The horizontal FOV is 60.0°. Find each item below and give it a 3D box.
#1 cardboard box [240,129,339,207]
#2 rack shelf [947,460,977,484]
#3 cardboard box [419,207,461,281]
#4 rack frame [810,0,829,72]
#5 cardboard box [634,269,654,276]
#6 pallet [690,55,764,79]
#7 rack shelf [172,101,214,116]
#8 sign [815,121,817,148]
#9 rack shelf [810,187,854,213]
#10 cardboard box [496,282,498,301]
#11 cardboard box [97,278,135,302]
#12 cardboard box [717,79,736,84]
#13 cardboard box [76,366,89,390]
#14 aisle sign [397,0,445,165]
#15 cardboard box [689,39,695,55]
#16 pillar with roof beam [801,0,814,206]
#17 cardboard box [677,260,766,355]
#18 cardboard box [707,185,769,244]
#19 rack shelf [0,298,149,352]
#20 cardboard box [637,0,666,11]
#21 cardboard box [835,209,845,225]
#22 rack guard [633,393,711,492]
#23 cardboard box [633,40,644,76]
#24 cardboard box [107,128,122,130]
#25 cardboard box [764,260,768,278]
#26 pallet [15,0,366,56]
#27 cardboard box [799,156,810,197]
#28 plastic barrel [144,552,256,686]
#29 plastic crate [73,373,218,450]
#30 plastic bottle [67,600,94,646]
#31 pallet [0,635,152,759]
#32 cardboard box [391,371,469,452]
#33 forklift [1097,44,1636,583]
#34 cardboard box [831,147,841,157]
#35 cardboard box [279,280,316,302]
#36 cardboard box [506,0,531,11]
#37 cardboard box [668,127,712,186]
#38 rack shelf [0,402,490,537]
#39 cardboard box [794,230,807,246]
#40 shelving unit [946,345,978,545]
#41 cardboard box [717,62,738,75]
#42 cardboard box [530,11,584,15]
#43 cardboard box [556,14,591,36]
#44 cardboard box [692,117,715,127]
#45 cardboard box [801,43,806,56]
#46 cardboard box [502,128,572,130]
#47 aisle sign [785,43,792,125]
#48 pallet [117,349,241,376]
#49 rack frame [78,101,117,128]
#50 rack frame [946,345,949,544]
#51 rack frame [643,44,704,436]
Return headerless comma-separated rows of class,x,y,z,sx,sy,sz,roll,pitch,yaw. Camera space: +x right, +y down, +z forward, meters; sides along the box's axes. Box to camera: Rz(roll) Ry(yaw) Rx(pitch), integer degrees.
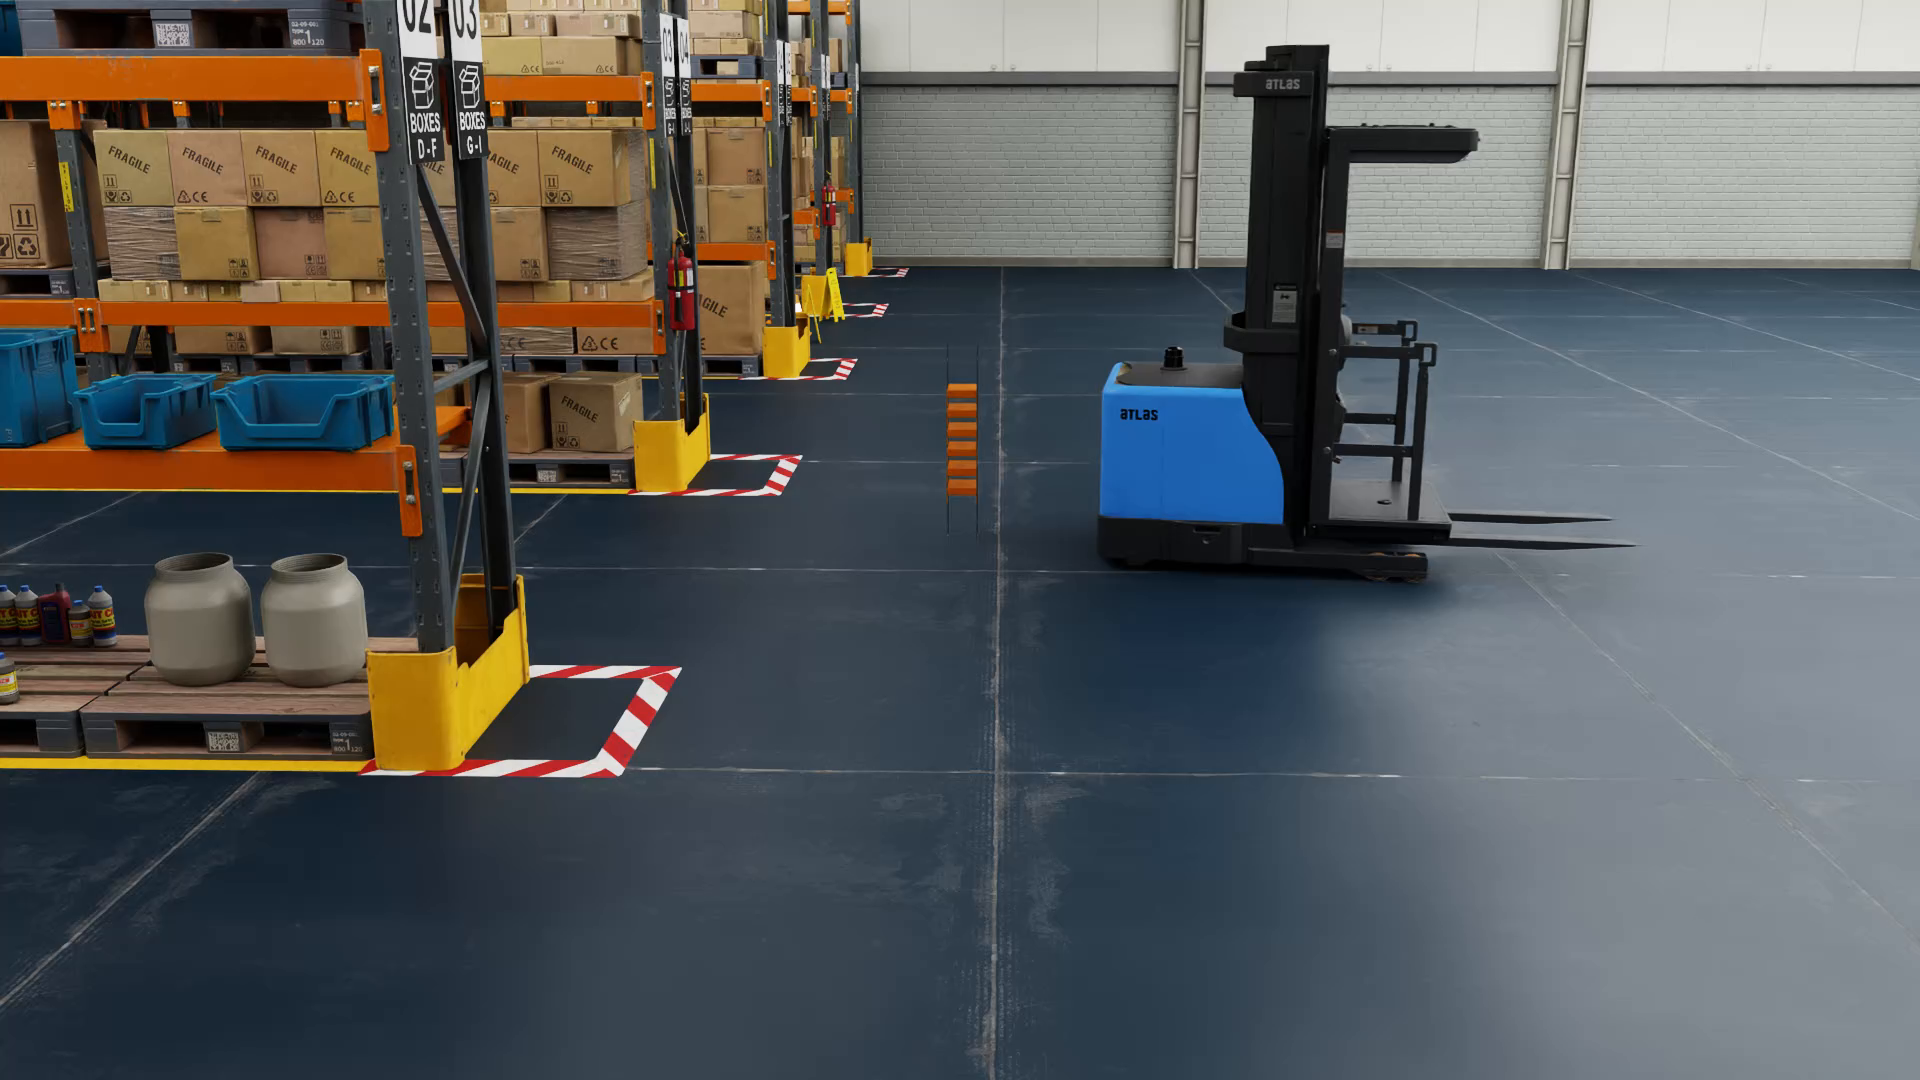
cardboard box,-4.566,-2.561,11.428,0.500,0.500,0.500,0,15,1
rack shelf,0.014,-0.421,10.229,0.180,0.103,0.258,0,15,1
cardboard box,-3.561,-2.123,11.728,0.500,0.500,0.875,0,15,1
rack frame,-1.757,-7.361,20.602,0.127,3.000,1.000,0,15,1
cardboard box,-2.289,-1.875,12.058,0.250,0.149,0.380,0,15,1
pallet,-2.524,-4.607,16.217,1.213,0.211,1.003,0,15,1
rack shelf,-11.754,-5.628,21.323,4.000,0.370,1.077,0,15,1
sign,-1.791,-5.032,20.643,0.005,0.325,0.100,0,15,1
rack shelf,-3.633,-5.392,26.307,4.000,0.370,1.077,0,15,1
cardboard box,-3.300,-1.769,11.658,0.250,0.149,0.380,0,15,1
cardboard box,-5.802,-1.760,11.623,0.250,0.149,0.380,0,15,1
cardboard box,-2.887,-5.743,20.840,0.250,0.149,0.380,0,15,2
cardboard box,-6.622,-0.973,12.186,0.500,0.500,0.700,-1,15,-3
aisle sign,-2.072,-1.851,6.380,0.004,0.787,0.394,0,15,1
cardboard box,-2.632,-4.697,15.857,0.250,0.149,0.380,1,15,2
pillar with roof beam,-2.417,-7.764,22.127,0.400,9.000,9.100,0,15,1
cardboard box,-2.462,-2.361,16.751,0.875,0.875,0.875,0,15,2
cardboard box,-2.155,-3.261,16.526,0.550,0.550,0.875,0,15,1
rack shelf,-8.008,-1.625,12.028,4.000,0.370,1.077,0,15,1
cardboard box,-2.893,-5.084,15.761,0.250,0.149,0.380,1,15,2
cardboard box,-2.110,-5.135,26.530,0.500,0.250,0.500,0,15,1
rack guard,-2.086,-0.725,12.109,0.348,0.500,1.175,0,15,1
cardboard box,-2.485,-3.380,11.687,0.500,0.250,0.500,1,15,3
cardboard box,-10.791,-4.983,21.189,0.500,0.500,0.500,1,15,2
cardboard box,-2.565,-3.636,21.337,0.500,0.500,0.500,0,15,2
pallet,-2.961,-2.060,6.757,1.213,0.211,1.003,0,15,1
cardboard box,-2.224,-4.727,21.596,0.500,0.500,0.500,0,15,1
plastic barrel,-3.298,0.341,7.219,0.421,0.512,0.421,0,15,0
plastic crate,-3.294,-0.531,6.765,0.408,0.251,0.499,0,15,1
plastic bottle,-4.045,0.378,7.650,0.097,0.201,0.097,0,15,0
pallet,-4.242,0.674,7.371,1.213,0.211,1.003,0,15,1
cardboard box,-3.858,-0.940,12.101,0.500,0.500,0.500,2,15,7
forklift,2.365,-1.318,9.590,3.031,2.935,1.130,2,15,9
cardboard box,-1.988,-6.019,25.808,0.250,0.149,0.380,1,15,2
cardboard box,-4.552,-1.758,11.616,0.250,0.149,0.380,0,15,1
cardboard box,-4.154,-5.093,15.793,0.250,0.149,0.380,0,15,1
cardboard box,-2.705,-3.785,16.394,0.550,0.550,0.875,0,15,1
rack shelf,-4.136,-0.336,7.142,4.000,0.370,1.077,0,15,1
cardboard box,-2.630,-4.771,26.131,0.500,0.250,0.500,0,15,1
shelving unit,0.014,-0.580,10.187,0.189,1.200,0.258,0,15,1
cardboard box,-2.778,-5.924,20.745,0.500,0.250,0.500,0,15,1
cardboard box,-3.785,-4.913,15.894,0.500,0.250,0.500,1,15,2
cardboard box,-2.553,-3.458,11.199,0.250,0.149,0.380,0,15,0
cardboard box,-3.292,-5.066,20.924,0.500,0.500,0.700,0,15,1
cardboard box,-2.107,-6.229,21.121,0.250,0.149,0.380,0,15,1
cardboard box,-3.053,-2.687,11.906,0.500,0.500,0.500,0,15,1
aisle sign,-1.704,-4.531,16.537,0.004,0.787,0.394,0,15,1
pallet,-7.777,-1.869,17.008,1.213,0.211,1.003,0,15,1
rack frame,-13.630,-5.805,26.462,0.127,3.000,1.000,0,15,1
rack frame,-0.077,-0.581,10.189,0.006,1.200,0.240,0,15,1
rack frame,-2.010,-1.933,11.788,0.127,3.000,1.000,0,15,1
